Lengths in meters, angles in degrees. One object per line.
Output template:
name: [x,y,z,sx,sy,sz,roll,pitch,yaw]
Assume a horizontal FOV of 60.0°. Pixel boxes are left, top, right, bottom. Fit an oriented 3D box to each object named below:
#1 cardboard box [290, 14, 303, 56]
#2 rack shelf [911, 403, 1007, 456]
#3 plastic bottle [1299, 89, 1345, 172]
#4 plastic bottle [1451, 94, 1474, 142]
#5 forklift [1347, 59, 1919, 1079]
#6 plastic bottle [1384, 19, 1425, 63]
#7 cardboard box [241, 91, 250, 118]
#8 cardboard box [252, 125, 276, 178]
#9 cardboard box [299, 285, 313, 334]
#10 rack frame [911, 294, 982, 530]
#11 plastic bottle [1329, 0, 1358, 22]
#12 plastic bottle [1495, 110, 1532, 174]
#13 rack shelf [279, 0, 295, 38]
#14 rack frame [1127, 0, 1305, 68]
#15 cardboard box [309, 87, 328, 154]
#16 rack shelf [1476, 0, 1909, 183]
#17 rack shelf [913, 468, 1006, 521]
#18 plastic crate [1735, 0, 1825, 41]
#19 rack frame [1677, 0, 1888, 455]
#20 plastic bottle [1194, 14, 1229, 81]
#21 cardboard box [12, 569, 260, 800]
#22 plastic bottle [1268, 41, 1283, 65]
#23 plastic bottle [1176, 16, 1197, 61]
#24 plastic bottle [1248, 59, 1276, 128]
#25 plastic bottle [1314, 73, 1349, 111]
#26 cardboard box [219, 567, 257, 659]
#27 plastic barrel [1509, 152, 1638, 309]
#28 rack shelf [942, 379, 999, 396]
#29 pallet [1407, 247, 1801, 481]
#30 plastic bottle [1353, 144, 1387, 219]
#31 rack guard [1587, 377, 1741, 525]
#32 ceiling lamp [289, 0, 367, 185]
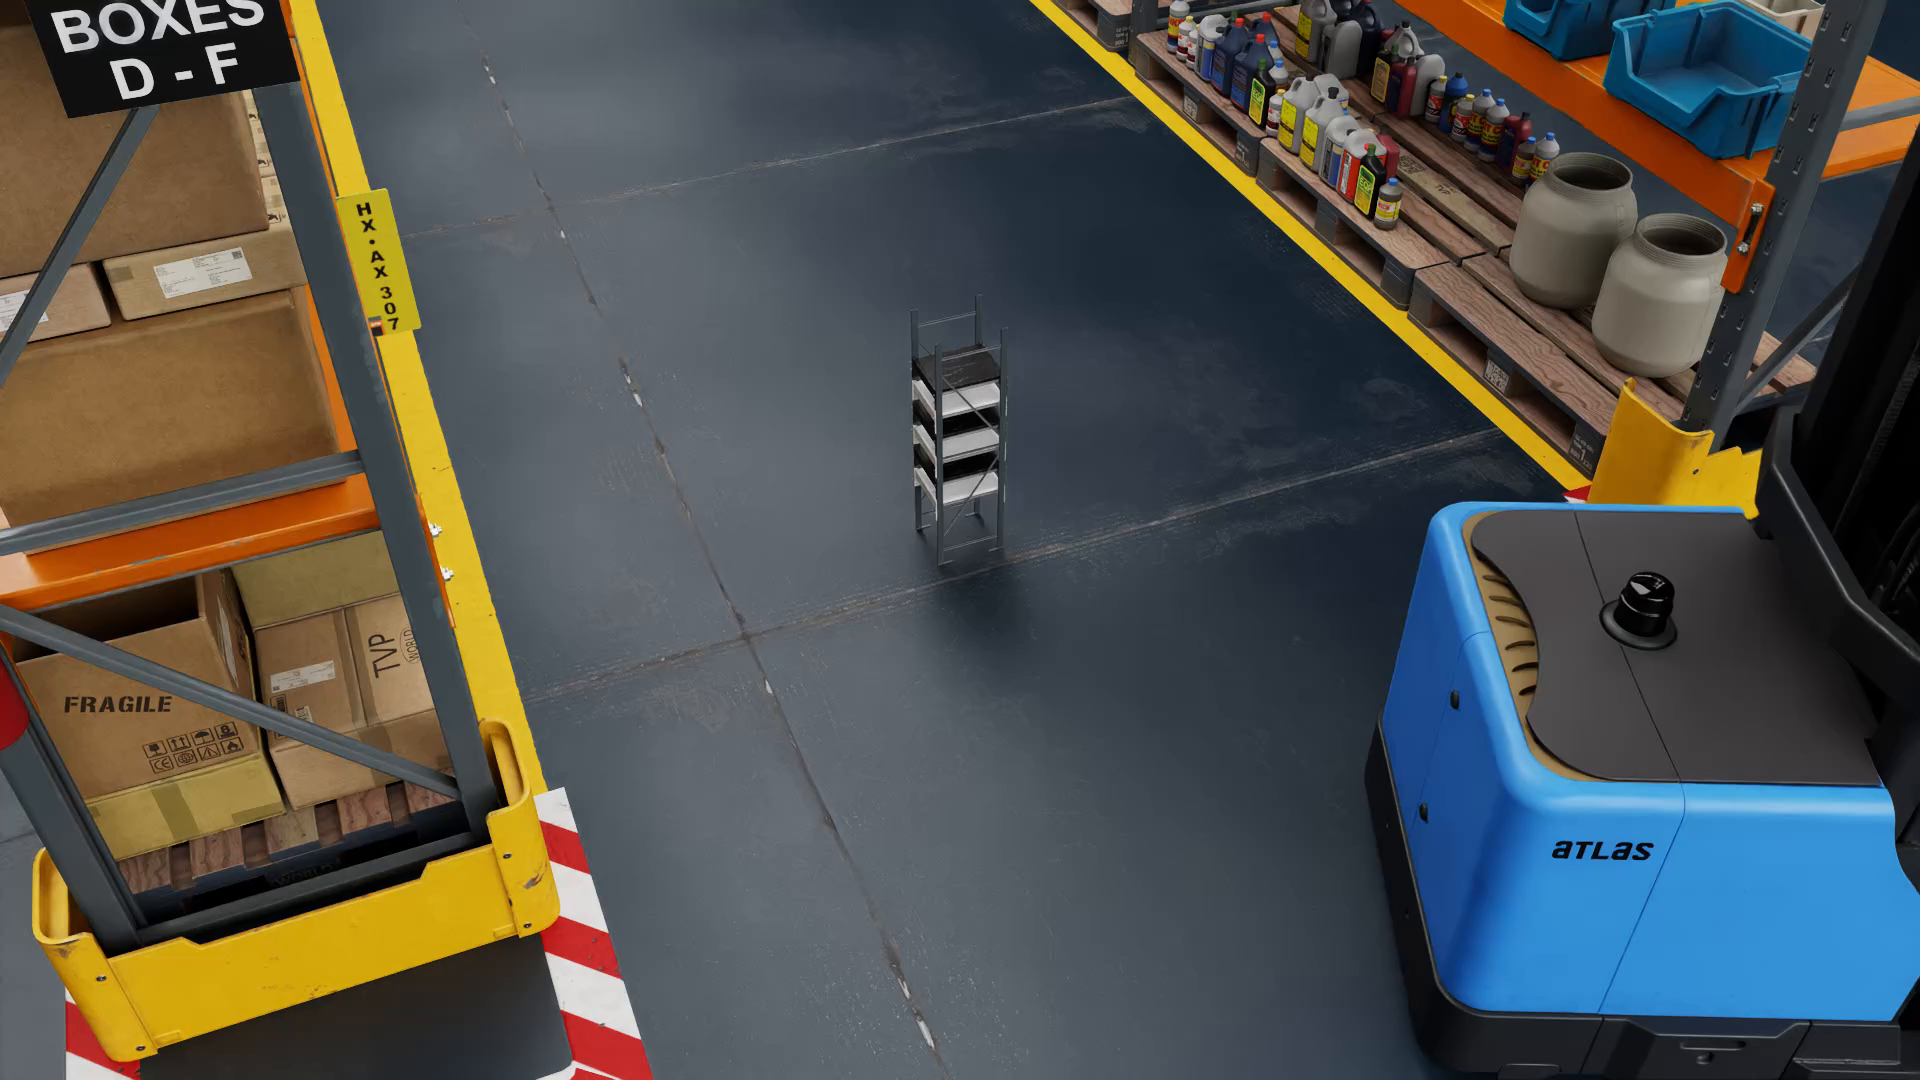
cardboard box: [-3.337,-2.418,7.618,0.500,0.311,0.500,-16,43,-17]
rack shelf: [-0.003,-0.389,5.425,0.258,0.077,0.200,-15,43,-17]
plastic bottle: [1.587,-1.799,7.235,0.144,0.351,0.185,-13,42,-15]
plastic bottle: [2.272,-1.901,7.468,0.097,0.201,0.097,0,41,0]
forklift: [2.627,-0.060,3.571,3.031,2.935,1.130,1,41,1]
plastic bottle: [2.065,-2.244,7.753,0.144,0.351,0.185,-15,43,-17]
cardboard box: [-2.086,-1.226,3.804,0.700,0.500,0.500,-16,43,-18]
cardboard box: [-1.747,-0.797,3.802,0.389,0.149,0.264,-15,43,-16]
cardboard box: [-2.064,-0.702,4.189,0.700,0.500,0.500,-14,43,-16]
rack frame: [-0.042,-0.407,5.534,0.240,0.900,0.006,-15,43,-17]
plastic bottle: [1.868,-2.554,8.114,0.144,0.351,0.185,-16,43,-18]
plastic bottle: [2.410,-1.746,7.226,0.061,0.283,0.133,-14,43,-16]
rack shelf: [-2.457,-2.134,4.182,1.077,0.370,4.000,-15,43,-17]
rack frame: [1.355,-3.708,7.761,1.000,3.000,0.127,-15,43,-17]
cardboard box: [-3.148,-1.896,7.441,0.500,0.250,0.500,-16,43,-18]
rack shelf: [2.120,-2.305,6.531,0.919,0.124,3.809,-15,43,-17]
rack shelf: [-0.003,-0.184,5.601,0.258,0.077,0.200,-15,43,-17]
plastic crate: [2.840,-1.818,5.765,0.298,0.136,0.250,-15,43,-17]
rack frame: [2.886,-1.298,4.959,1.000,3.000,0.127,-15,43,-17]
plastic bottle: [1.221,-2.353,7.937,0.152,0.276,0.135,-14,43,-15]
cardboard box: [-2.172,0.285,4.329,0.500,0.500,0.500,-15,43,-17]
plastic bottle: [1.448,-2.193,7.755,0.097,0.271,0.097,0,41,0]
plastic bottle: [1.111,-2.451,8.109,0.097,0.201,0.097,0,41,0]
plastic bottle: [1.377,-2.032,7.558,0.061,0.283,0.133,-13,42,-15]
plastic bottle: [1.643,-1.935,7.451,0.152,0.276,0.135,-15,43,-17]
cardboard box: [-2.373,0.271,4.921,0.500,0.250,0.500,-15,43,-17]
plastic barrel: [2.371,-1.194,6.423,0.421,0.512,0.421,0,41,0]
rack shelf: [-0.003,-0.537,5.298,0.199,0.015,0.184,-15,43,-17]
pallet: [2.507,-0.766,6.479,1.003,0.211,1.213,-15,43,-17]
plastic bottle: [1.716,-1.498,6.937,0.061,0.283,0.133,-14,43,-16]
rack guard: [2.813,-0.385,5.814,1.175,0.500,0.348,-15,43,-17]
ceiling lamp: [-3.571,-2.857,9.072,0.159,0.001,4.000,-15,43,-17]
